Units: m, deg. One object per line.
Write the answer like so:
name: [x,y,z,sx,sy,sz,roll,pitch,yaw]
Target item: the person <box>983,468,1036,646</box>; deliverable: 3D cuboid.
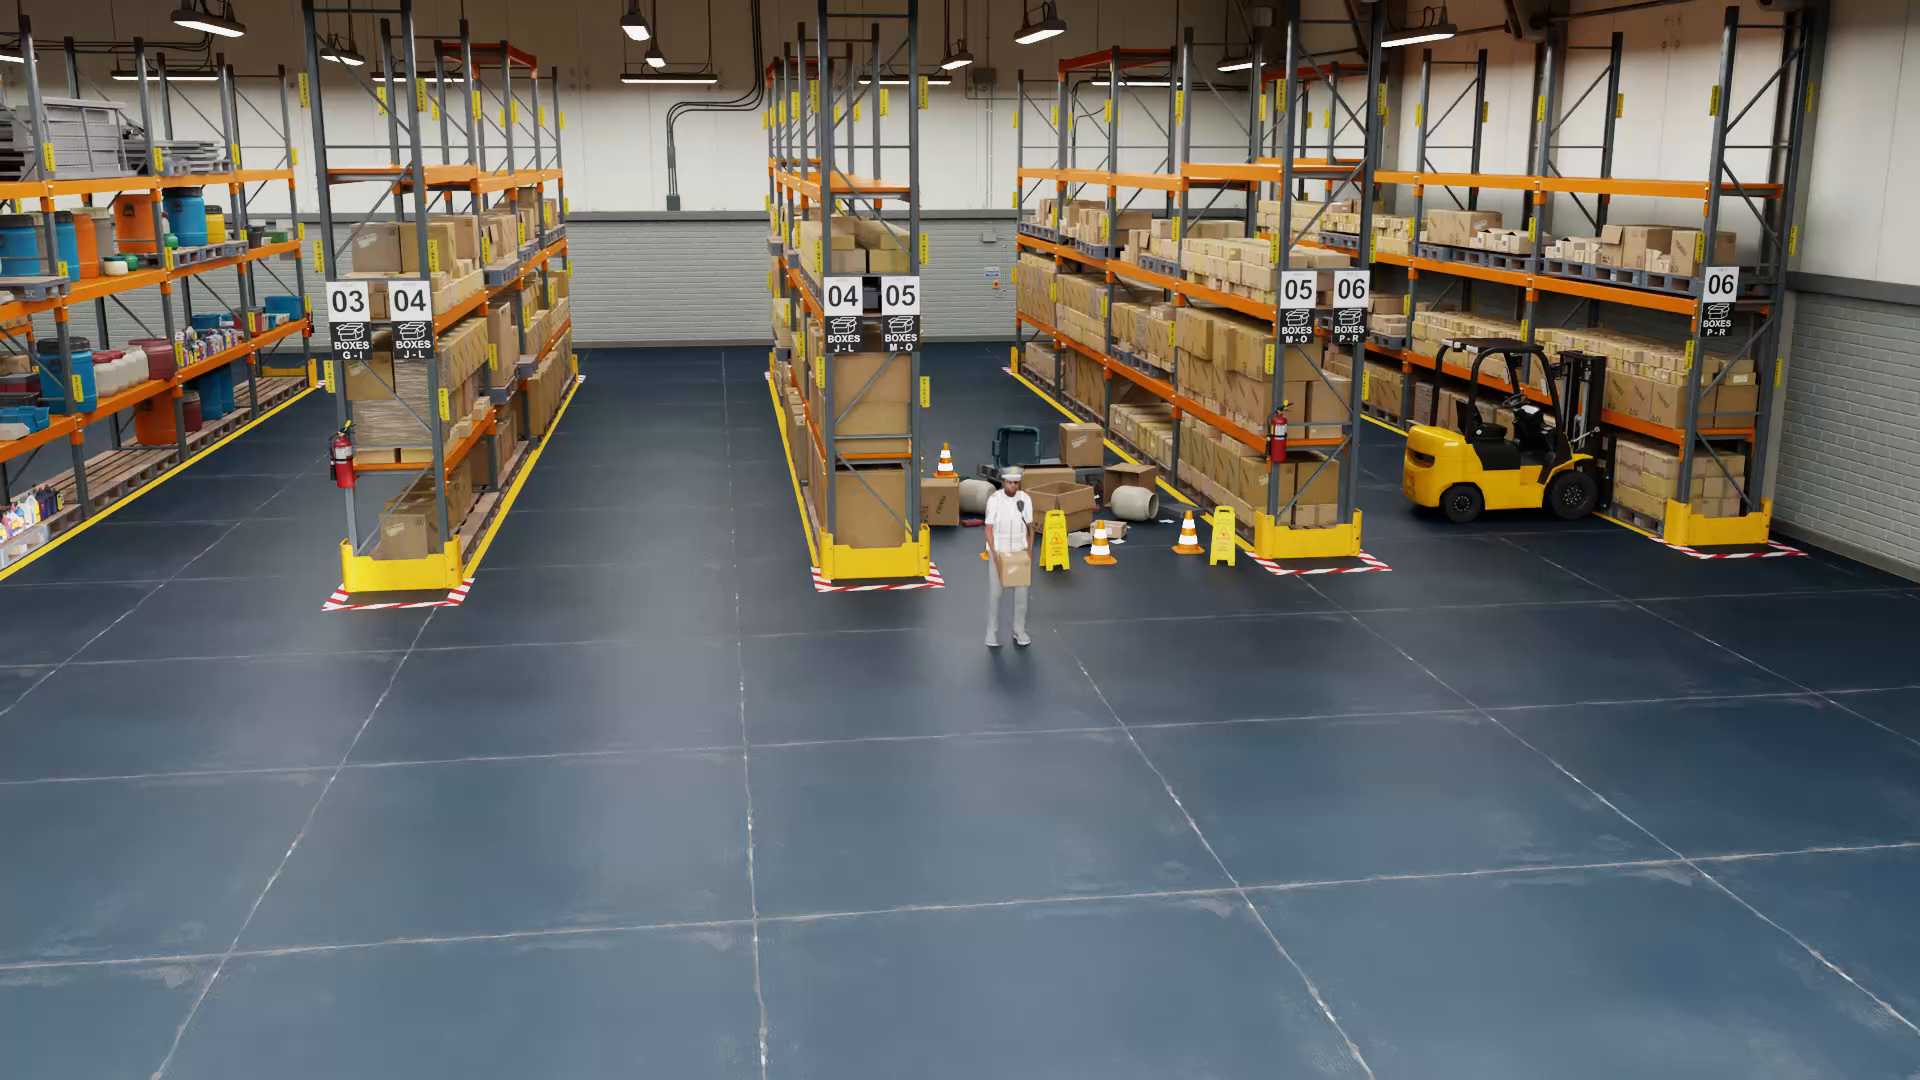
person: [0.458,0.143,15.386,0.522,1.657,0.395,-3,14,-11]
